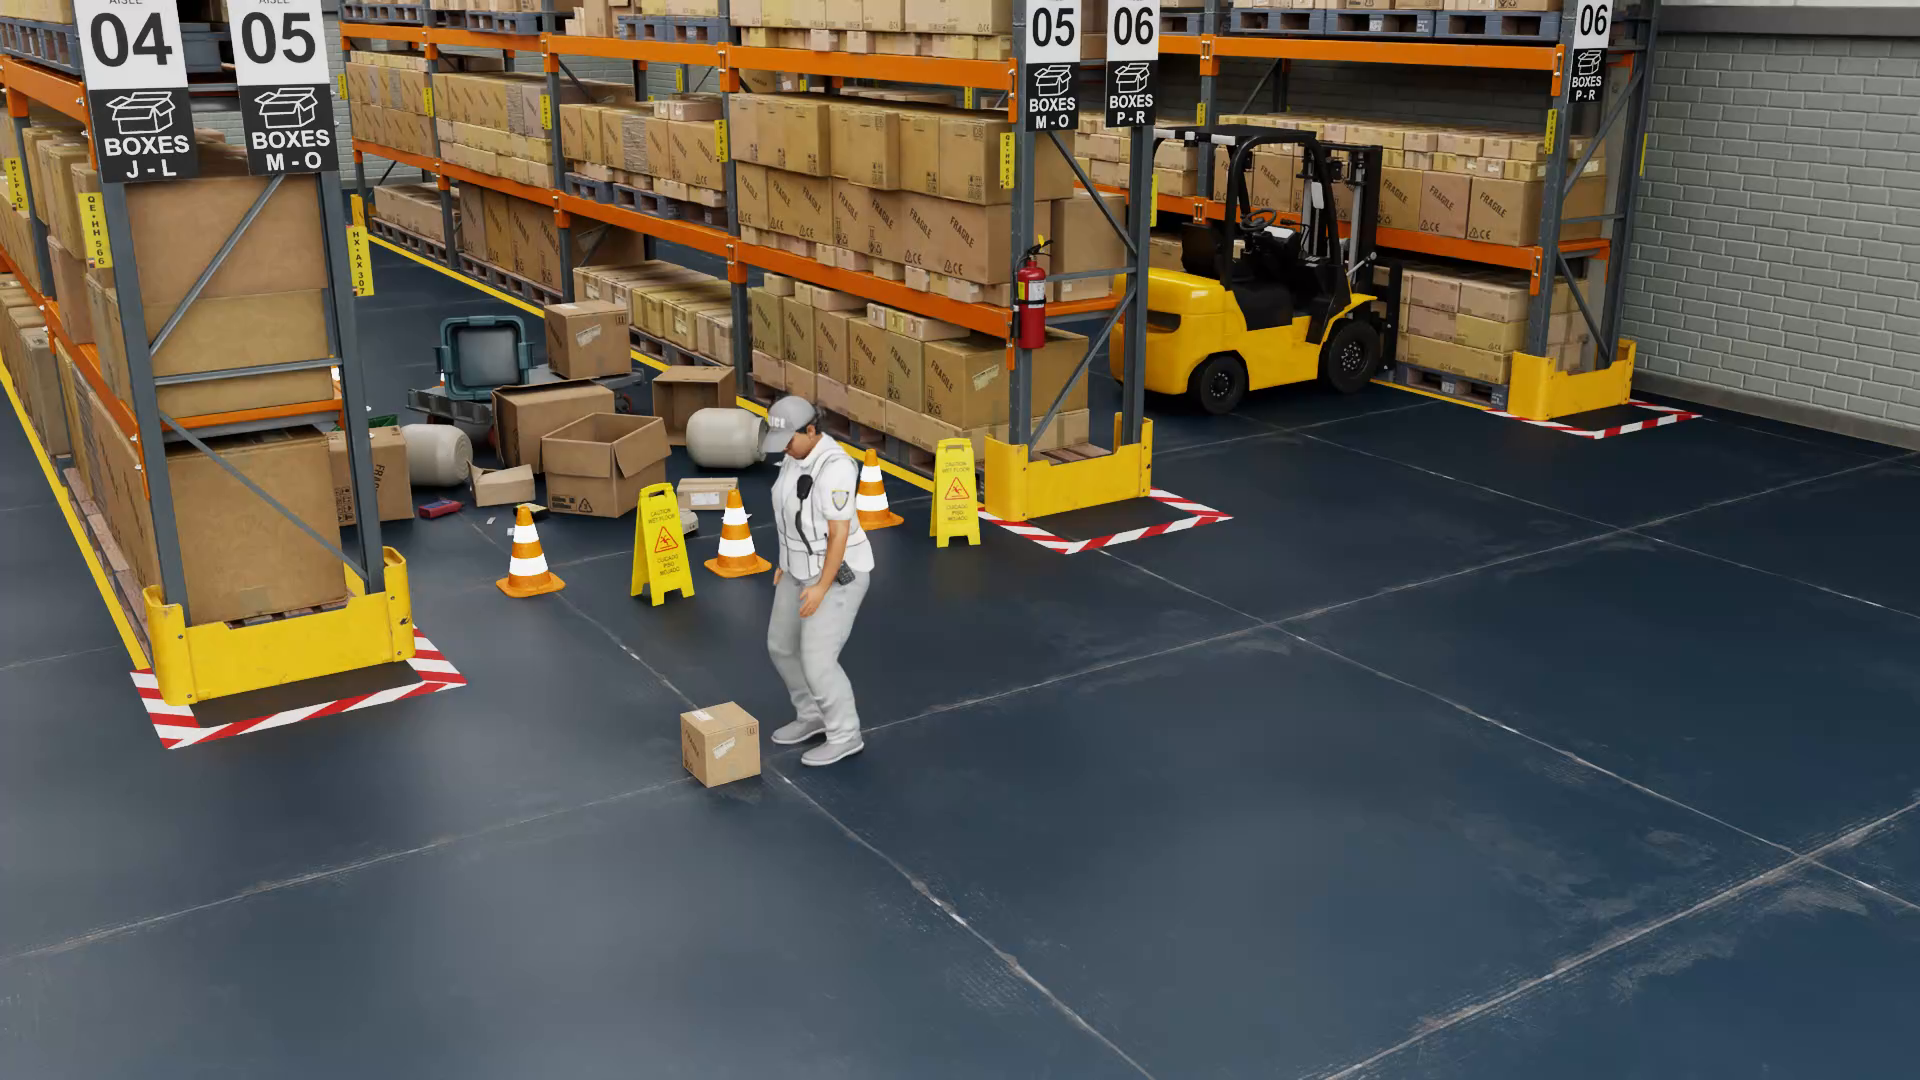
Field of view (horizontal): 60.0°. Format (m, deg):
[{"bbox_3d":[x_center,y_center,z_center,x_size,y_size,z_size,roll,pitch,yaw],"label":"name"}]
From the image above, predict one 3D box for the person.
[{"bbox_3d":[-0.617,0.164,7.151,0.479,1.620,0.496,-11,21,-30],"label":"person"}]
